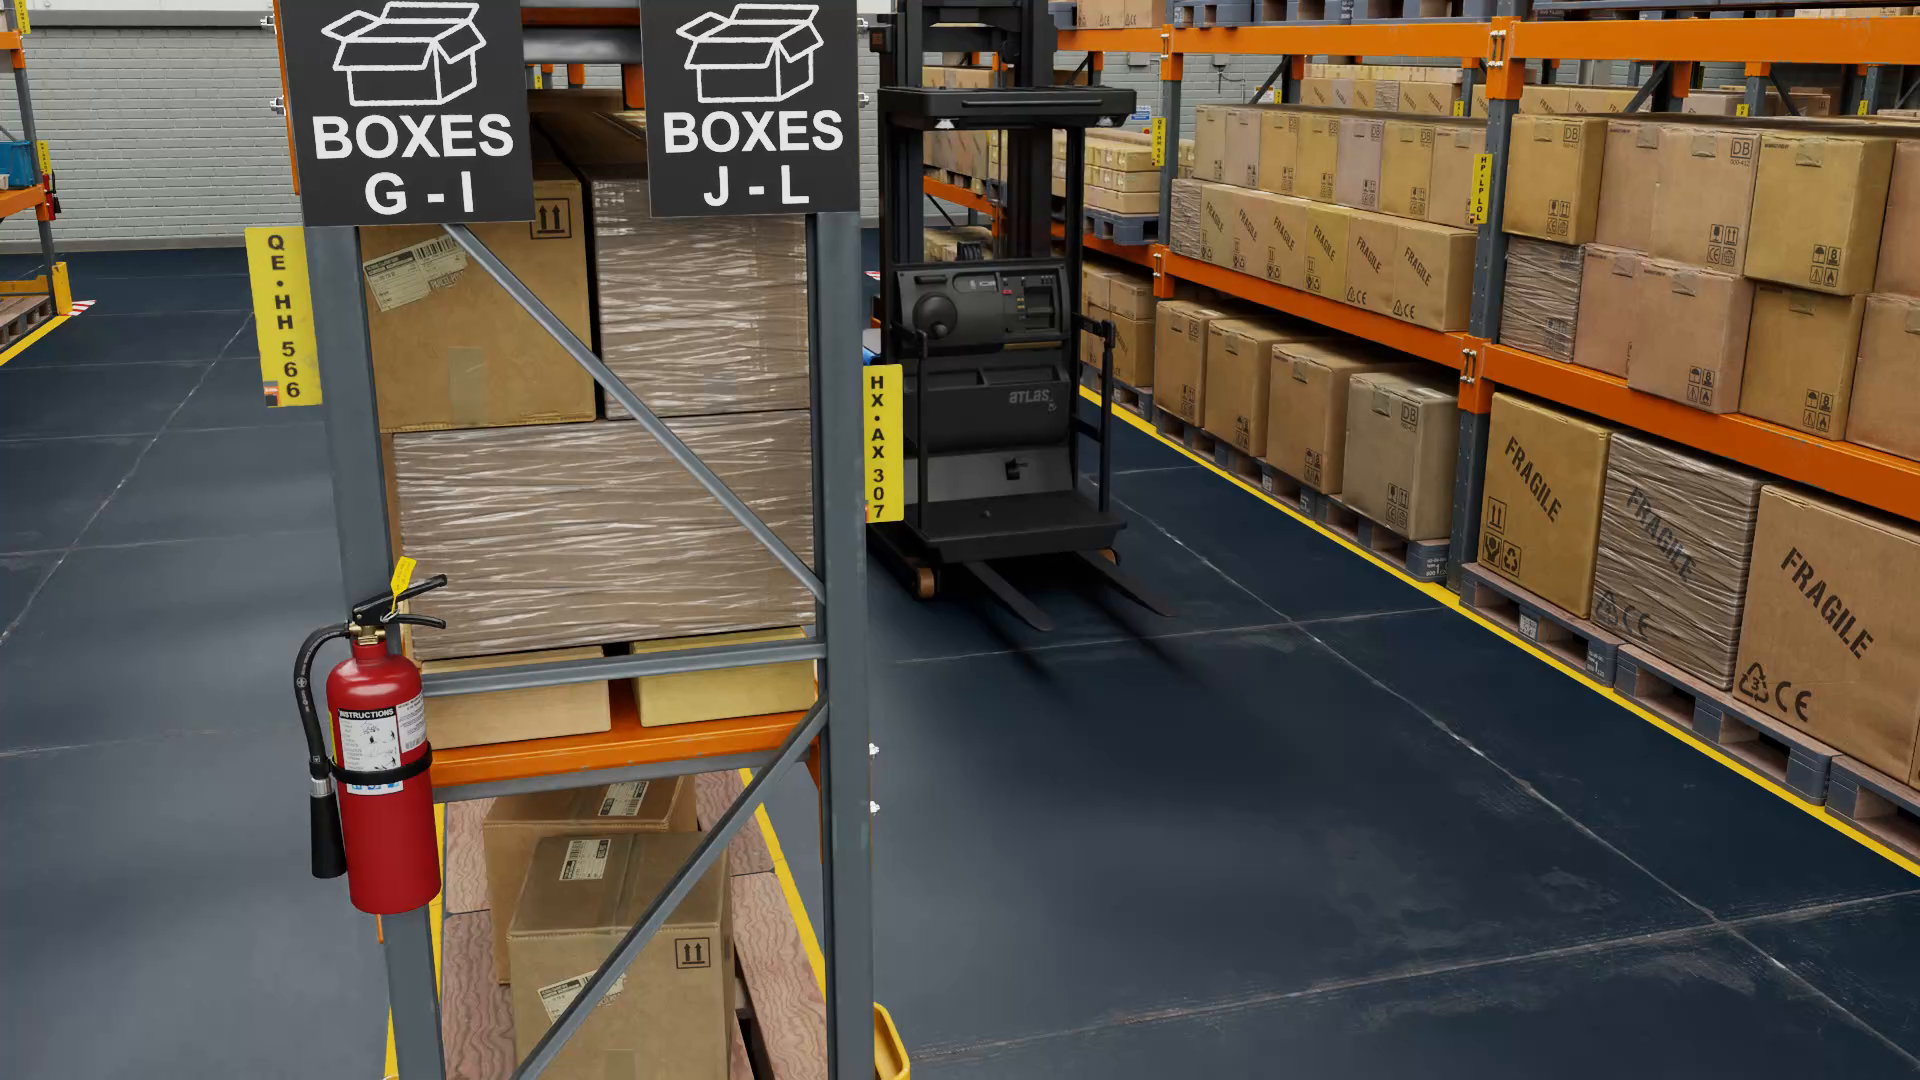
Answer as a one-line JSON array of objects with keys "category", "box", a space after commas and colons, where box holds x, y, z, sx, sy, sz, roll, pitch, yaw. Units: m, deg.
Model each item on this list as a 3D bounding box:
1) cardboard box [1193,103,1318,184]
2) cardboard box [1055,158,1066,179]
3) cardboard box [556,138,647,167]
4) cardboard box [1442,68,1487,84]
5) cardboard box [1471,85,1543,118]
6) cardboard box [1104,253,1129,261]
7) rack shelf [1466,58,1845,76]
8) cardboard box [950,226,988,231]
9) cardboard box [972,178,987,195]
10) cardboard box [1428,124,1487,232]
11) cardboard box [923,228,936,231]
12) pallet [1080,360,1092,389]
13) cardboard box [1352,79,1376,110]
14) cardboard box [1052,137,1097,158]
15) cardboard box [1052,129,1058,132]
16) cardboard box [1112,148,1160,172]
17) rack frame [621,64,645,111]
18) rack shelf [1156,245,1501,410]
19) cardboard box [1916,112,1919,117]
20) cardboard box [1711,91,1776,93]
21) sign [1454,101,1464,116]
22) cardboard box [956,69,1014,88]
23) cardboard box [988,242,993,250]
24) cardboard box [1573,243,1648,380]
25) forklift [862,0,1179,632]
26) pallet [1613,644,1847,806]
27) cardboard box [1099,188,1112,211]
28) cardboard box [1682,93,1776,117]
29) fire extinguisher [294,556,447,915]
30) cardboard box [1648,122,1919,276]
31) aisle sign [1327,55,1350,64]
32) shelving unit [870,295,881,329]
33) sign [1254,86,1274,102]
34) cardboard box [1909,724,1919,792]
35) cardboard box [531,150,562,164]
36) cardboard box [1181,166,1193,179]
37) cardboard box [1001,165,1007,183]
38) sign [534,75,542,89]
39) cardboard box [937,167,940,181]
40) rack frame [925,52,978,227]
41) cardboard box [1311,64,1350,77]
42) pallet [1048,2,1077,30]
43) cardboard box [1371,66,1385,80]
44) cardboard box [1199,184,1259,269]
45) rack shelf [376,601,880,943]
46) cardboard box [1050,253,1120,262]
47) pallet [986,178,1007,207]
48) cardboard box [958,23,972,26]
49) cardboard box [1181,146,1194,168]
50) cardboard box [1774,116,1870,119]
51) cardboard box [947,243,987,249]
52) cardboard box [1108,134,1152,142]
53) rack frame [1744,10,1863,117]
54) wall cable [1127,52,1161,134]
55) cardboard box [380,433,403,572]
[{"category": "cardboard box", "box": [2.025, -2.715, 11.364, 0.700, 0.500, 0.500, -5, 17, -16]}, {"category": "cardboard box", "box": [0.982, -2.994, 13.394, 0.380, 0.149, 0.250, -4, 17, -14]}, {"category": "cardboard box", "box": [-0.845, -0.856, 4.659, 0.500, 0.500, 0.500, -5, 17, -15]}, {"category": "cardboard box", "box": [5.153, -4.736, 16.966, 0.380, 0.149, 0.250, -5, 17, -16]}, {"category": "cardboard box", "box": [5.389, -4.221, 16.379, 0.500, 0.500, 0.500, -4, 17, -15]}, {"category": "cardboard box", "box": [1.547, -2.308, 14.234, 0.500, 0.250, 0.500, -6, 18, -18]}, {"category": "rack shelf", "box": [6.094, -4.378, 14.848, 1.077, 0.370, 4.000, -5, 17, -15]}, {"category": "cardboard box", "box": [0.102, -3.520, 19.149, 0.380, 0.149, 0.250, -4, 17, -15]}, {"category": "cardboard box", "box": [0.333, -3.422, 16.068, 0.380, 0.149, 0.250, -5, 17, -17]}, {"category": "cardboard box", "box": [2.869, -1.870, 8.553, 0.700, 0.500, 0.500, -5, 17, -16]}, {"category": "cardboard box", "box": [-0.470, -3.475, 18.998, 0.380, 0.149, 0.250, -6, 18, -18]}, {"category": "pallet", "box": [1.367, -1.531, 14.181, 1.003, 0.211, 1.213, -5, 17, -15]}, {"category": "cardboard box", "box": [4.738, -4.895, 18.621, 0.500, 0.500, 0.500, -5, 17, -15]}, {"category": "cardboard box", "box": [0.912, -3.208, 13.591, 0.380, 0.149, 0.250, -4, 17, -14]}, {"category": "cardboard box", "box": [0.919, -3.767, 16.087, 0.500, 0.500, 0.500, -5, 17, -16]}, {"category": "cardboard box", "box": [1.336, -2.778, 12.160, 0.380, 0.149, 0.250, -5, 18, -17]}, {"category": "rack frame", "box": [-1.786, -0.843, 7.043, 1.000, 3.000, 0.127, -5, 17, -15]}, {"category": "rack shelf", "box": [2.461, -1.415, 10.200, 1.077, 0.370, 4.000, -5, 17, -15]}, {"category": "cardboard box", "box": [10.376, -4.187, 17.272, 0.700, 0.500, 0.500, -5, 17, -15]}, {"category": "cardboard box", "box": [6.597, -3.551, 14.149, 0.500, 0.500, 0.500, -5, 17, -15]}, {"category": "sign", "box": [5.011, -4.247, 16.735, 0.100, 0.325, 0.005, -5, 17, -15]}, {"category": "cardboard box", "box": [0.276, -4.340, 16.257, 0.500, 0.500, 0.500, -5, 18, -17]}, {"category": "cardboard box", "box": [0.512, -3.086, 17.704, 0.380, 0.149, 0.250, -5, 17, -15]}, {"category": "cardboard box", "box": [3.297, -1.027, 7.397, 0.875, 0.550, 0.550, -5, 17, -15]}, {"category": "forklift", "box": [0.198, -1.233, 8.463, 1.130, 2.935, 3.031, -5, 18, -18]}, {"category": "pallet", "box": [3.484, 0.683, 6.810, 1.003, 0.211, 1.213, -5, 17, -15]}, {"category": "cardboard box", "box": [1.268, -2.563, 12.477, 0.380, 0.149, 0.250, -5, 17, -15]}, {"category": "cardboard box", "box": [6.250, -3.382, 13.584, 0.500, 0.500, 0.500, -5, 17, -17]}, {"category": "fire extinguisher", "box": [-1.098, 0.369, 3.144, 0.296, 0.674, 0.183, -5, 17, -15]}, {"category": "cardboard box", "box": [3.358, -1.388, 6.720, 0.875, 0.550, 0.550, -5, 17, -15]}, {"category": "aisle sign", "box": [4.723, -6.235, 20.475, 0.394, 0.787, 0.004, -5, 17, -15]}, {"category": "shelving unit", "box": [-0.365, -0.892, 10.333, 0.258, 1.200, 0.503, -5, 17, -18]}, {"category": "sign", "box": [4.822, -7.077, 26.363, 0.339, 0.242, 0.001, -5, 17, -15]}, {"category": "cardboard box", "box": [3.860, 0.534, 5.424, 0.875, 0.875, 0.875, -5, 17, -15]}, {"category": "cardboard box", "box": [-1.218, -0.676, 4.059, 0.500, 0.500, 0.500, -5, 17, -15]}, {"category": "cardboard box", "box": [1.895, -2.761, 12.619, 0.380, 0.149, 0.250, -4, 17, -13]}, {"category": "cardboard box", "box": [0.560, -3.279, 14.860, 0.380, 0.149, 0.250, -4, 17, -14]}, {"category": "sign", "box": [-4.558, -4.869, 18.022, 0.100, 0.325, 0.005, -5, 17, -15]}, {"category": "cardboard box", "box": [-0.035, -3.863, 17.534, 0.380, 0.149, 0.250, -4, 17, -13]}, {"category": "rack frame", "box": [-0.287, -4.526, 19.305, 1.000, 3.000, 0.127, -5, 17, -15]}, {"category": "cardboard box", "box": [4.417, -5.596, 19.827, 0.380, 0.149, 0.250, -4, 17, -14]}, {"category": "pallet", "box": [1.168, -4.300, 13.667, 1.213, 0.211, 1.003, -5, 17, -15]}, {"category": "cardboard box", "box": [4.781, -5.162, 18.382, 0.380, 0.149, 0.250, -5, 17, -15]}, {"category": "cardboard box", "box": [1.918, -2.075, 10.972, 0.500, 0.500, 0.500, -5, 17, -16]}, {"category": "rack shelf", "box": [-1.236, 0.055, 5.305, 1.077, 0.370, 4.000, -5, 17, -15]}, {"category": "cardboard box", "box": [1.046, -2.269, 14.103, 0.500, 0.250, 0.500, -4, 17, -13]}, {"category": "pallet", "box": [0.883, -3.105, 14.908, 1.003, 0.211, 1.213, -5, 17, -15]}, {"category": "cardboard box", "box": [0.292, -5.038, 16.056, 0.500, 0.250, 0.500, -5, 17, -15]}, {"category": "cardboard box", "box": [1.895, -2.896, 12.552, 0.380, 0.149, 0.250, -5, 17, -17]}, {"category": "cardboard box", "box": [6.544, -2.981, 12.742, 0.500, 0.500, 0.500, -5, 17, -17]}, {"category": "cardboard box", "box": [0.072, -3.050, 17.585, 0.380, 0.149, 0.250, -5, 17, -15]}, {"category": "cardboard box", "box": [1.468, -3.329, 13.994, 0.380, 0.149, 0.250, -6, 18, -18]}, {"category": "rack frame", "box": [6.643, -2.732, 13.335, 1.000, 3.000, 0.127, -5, 17, -15]}, {"category": "wall cable", "box": [2.873, -7.005, 25.737, 0.585, 1.953, 0.123, -5, 17, -15]}, {"category": "cardboard box", "box": [-1.064, -0.210, 4.245, 0.875, 0.500, 0.500, -5, 17, -15]}]
